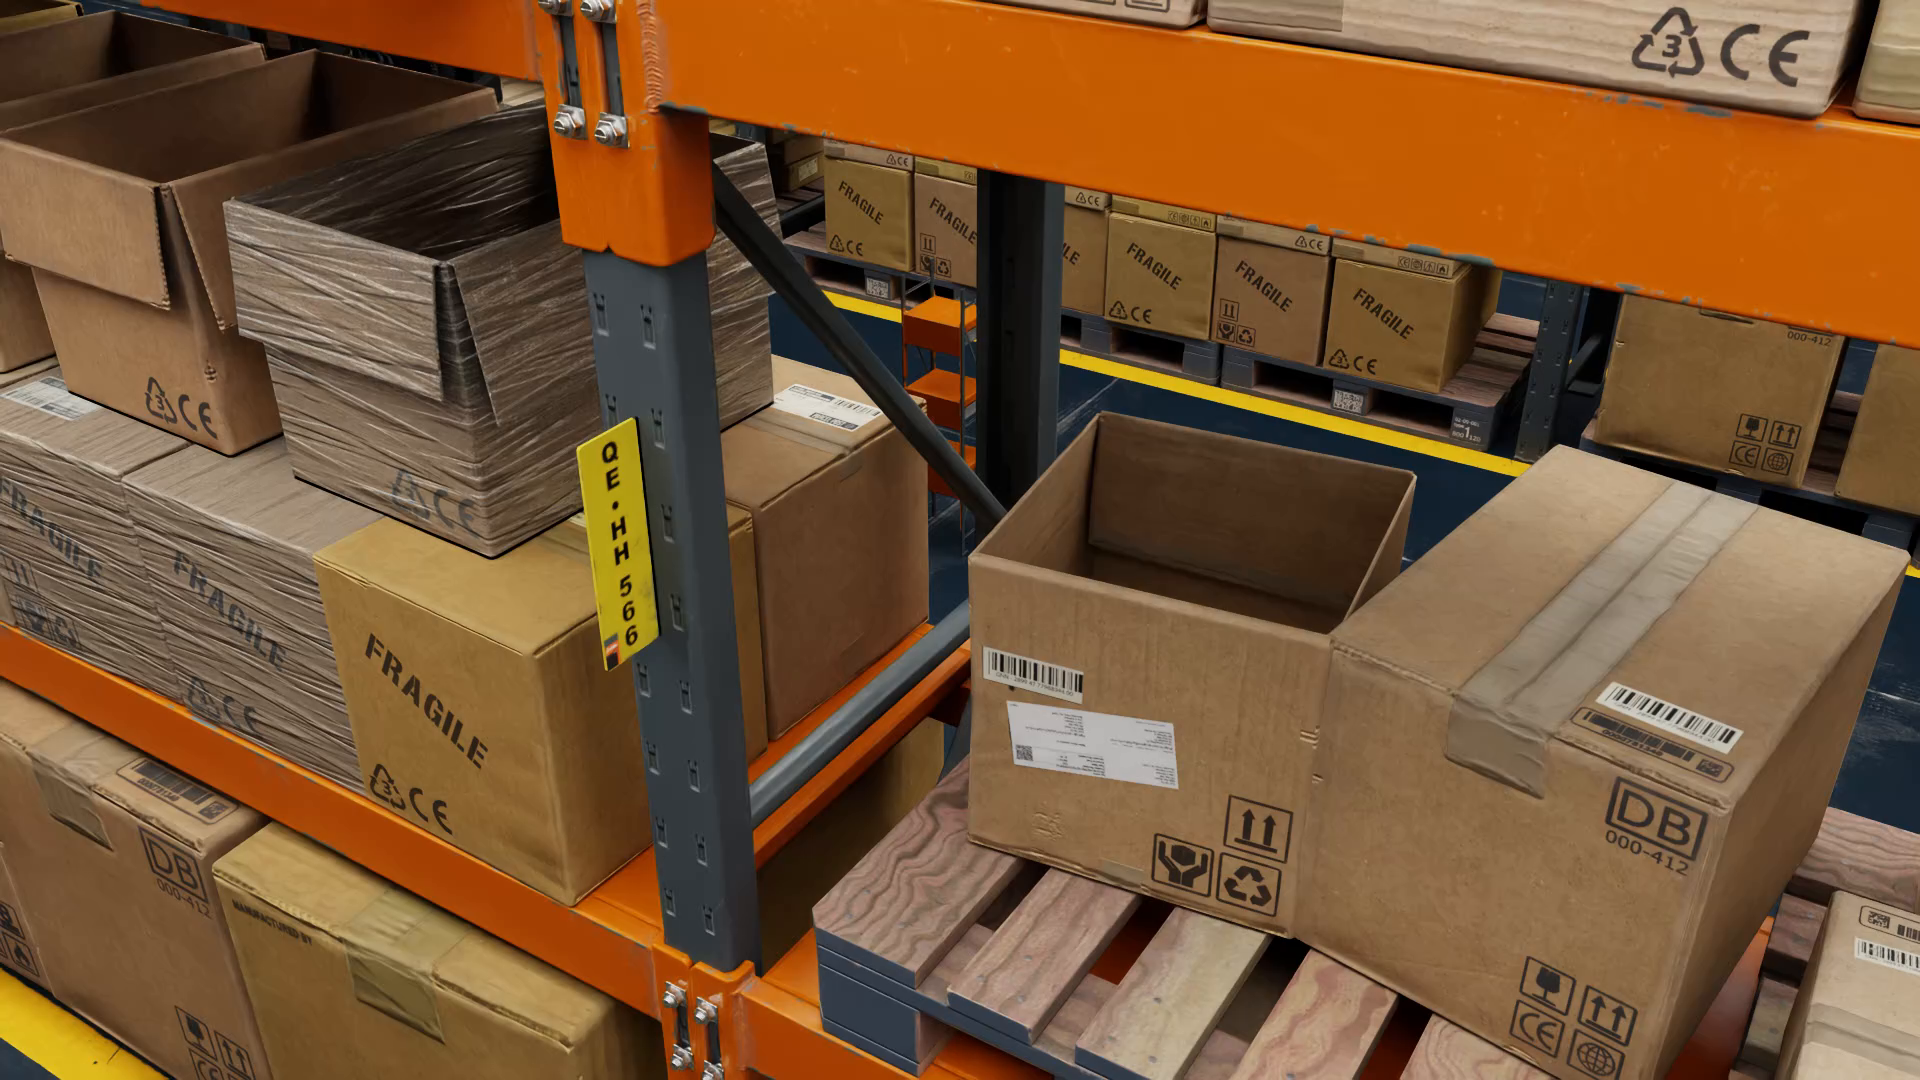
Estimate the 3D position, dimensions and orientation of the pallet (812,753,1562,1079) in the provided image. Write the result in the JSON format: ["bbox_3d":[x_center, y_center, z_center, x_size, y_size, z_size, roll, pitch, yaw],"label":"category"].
[{"bbox_3d":[0.521,0.500,2.606,1.003,0.211,1.213,18,35,27],"label":"pallet"}]

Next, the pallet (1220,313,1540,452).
[{"bbox_3d":[1.923,-0.824,7.452,1.213,0.211,1.003,18,35,27],"label":"pallet"}]

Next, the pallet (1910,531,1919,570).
[{"bbox_3d":[4.241,-0.043,6.114,1.213,0.211,1.003,18,35,27],"label":"pallet"}]

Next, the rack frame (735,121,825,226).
[{"bbox_3d":[-0.804,-2.890,8.226,0.127,3.000,1.000,18,35,27],"label":"rack frame"}]

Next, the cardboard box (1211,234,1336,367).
[{"bbox_3d":[1.450,-1.125,7.266,0.500,0.500,0.500,19,35,29],"label":"cardboard box"}]

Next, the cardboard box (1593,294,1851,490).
[{"bbox_3d":[3.052,-0.826,6.505,0.750,0.750,1.050,17,34,27],"label":"cardboard box"}]

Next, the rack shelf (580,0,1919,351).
[{"bbox_3d":[1.555,-0.177,1.314,4.000,0.370,1.077,18,35,27],"label":"rack shelf"}]

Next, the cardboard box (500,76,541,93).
[{"bbox_3d":[-2.540,-2.512,9.401,0.250,0.149,0.380,18,35,27],"label":"cardboard box"}]

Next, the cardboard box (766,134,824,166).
[{"bbox_3d":[-0.941,-2.202,9.165,0.250,0.149,0.380,19,35,30],"label":"cardboard box"}]

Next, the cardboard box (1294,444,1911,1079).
[{"bbox_3d":[0.866,0.282,2.274,0.500,0.500,0.700,23,38,34],"label":"cardboard box"}]

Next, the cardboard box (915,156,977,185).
[{"bbox_3d":[0.134,-1.863,7.786,0.500,0.250,0.500,19,35,29],"label":"cardboard box"}]

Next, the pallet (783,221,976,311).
[{"bbox_3d":[-0.144,-1.477,8.573,1.213,0.211,1.003,18,35,27],"label":"pallet"}]

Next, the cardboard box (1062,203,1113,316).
[{"bbox_3d":[0.580,-1.405,7.745,0.500,0.500,0.500,18,35,28],"label":"cardboard box"}]

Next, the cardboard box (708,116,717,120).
[{"bbox_3d":[-1.481,-2.132,8.750,0.250,0.149,0.380,18,35,28],"label":"cardboard box"}]

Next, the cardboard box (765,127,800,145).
[{"bbox_3d":[-0.986,-2.277,8.999,0.250,0.149,0.380,19,35,29],"label":"cardboard box"}]

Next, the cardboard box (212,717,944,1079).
[{"bbox_3d":[-0.712,0.814,3.569,0.875,0.875,1.225,16,34,25],"label":"cardboard box"}]

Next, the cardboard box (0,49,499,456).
[{"bbox_3d":[-1.300,-0.583,3.178,0.637,0.503,0.797,18,35,28],"label":"cardboard box"}]

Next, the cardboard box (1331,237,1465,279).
[{"bbox_3d":[1.865,-1.315,6.847,0.500,0.250,0.500,17,34,26],"label":"cardboard box"}]

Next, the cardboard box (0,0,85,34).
[{"bbox_3d":[-2.406,-0.920,3.755,0.637,0.503,0.797,18,35,28],"label":"cardboard box"}]

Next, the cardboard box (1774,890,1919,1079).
[{"bbox_3d":[1.158,0.702,1.801,0.500,0.250,0.500,17,34,26],"label":"cardboard box"}]

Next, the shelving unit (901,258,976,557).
[{"bbox_3d":[-0.045,-0.468,6.010,0.252,1.050,0.215,18,35,27],"label":"shelving unit"}]

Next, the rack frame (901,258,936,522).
[{"bbox_3d":[-0.149,-0.500,6.066,0.008,1.050,0.200,18,35,27],"label":"rack frame"}]

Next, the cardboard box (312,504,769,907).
[{"bbox_3d":[-0.689,0.202,2.827,0.500,0.500,0.500,19,35,29],"label":"cardboard box"}]

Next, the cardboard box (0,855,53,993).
[{"bbox_3d":[-2.217,0.339,4.385,0.875,0.875,1.225,16,34,26],"label":"cardboard box"}]

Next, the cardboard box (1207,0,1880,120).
[{"bbox_3d":[0.558,-0.587,1.451,0.500,0.250,0.500,18,35,29],"label":"cardboard box"}]

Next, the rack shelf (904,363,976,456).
[{"bbox_3d":[-0.045,-0.459,6.015,0.240,0.259,0.215,18,35,27],"label":"rack shelf"}]

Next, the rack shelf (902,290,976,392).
[{"bbox_3d":[-0.045,-0.704,5.872,0.240,0.259,0.215,18,35,27],"label":"rack shelf"}]

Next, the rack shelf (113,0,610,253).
[{"bbox_3d":[-1.833,-1.249,3.151,4.000,0.370,1.077,18,35,27],"label":"rack shelf"}]

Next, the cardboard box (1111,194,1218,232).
[{"bbox_3d":[1.009,-1.588,7.316,0.500,0.250,0.500,18,35,28],"label":"cardboard box"}]

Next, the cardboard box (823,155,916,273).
[{"bbox_3d":[-0.319,-1.680,8.217,0.500,0.500,0.500,19,35,29],"label":"cardboard box"}]

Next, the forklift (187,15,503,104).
[{"bbox_3d":[-2.723,-1.905,6.607,3.031,2.935,1.130,13,33,21],"label":"forklift"}]

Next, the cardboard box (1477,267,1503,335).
[{"bbox_3d":[2.120,-1.218,7.425,0.500,0.500,0.500,16,34,25],"label":"cardboard box"}]

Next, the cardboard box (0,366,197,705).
[{"bbox_3d":[-1.549,-0.072,3.297,0.500,0.500,0.500,16,34,26],"label":"cardboard box"}]

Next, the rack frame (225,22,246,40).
[{"bbox_3d":[-4.192,-3.961,10.063,0.127,3.000,1.000,18,35,27],"label":"rack frame"}]
